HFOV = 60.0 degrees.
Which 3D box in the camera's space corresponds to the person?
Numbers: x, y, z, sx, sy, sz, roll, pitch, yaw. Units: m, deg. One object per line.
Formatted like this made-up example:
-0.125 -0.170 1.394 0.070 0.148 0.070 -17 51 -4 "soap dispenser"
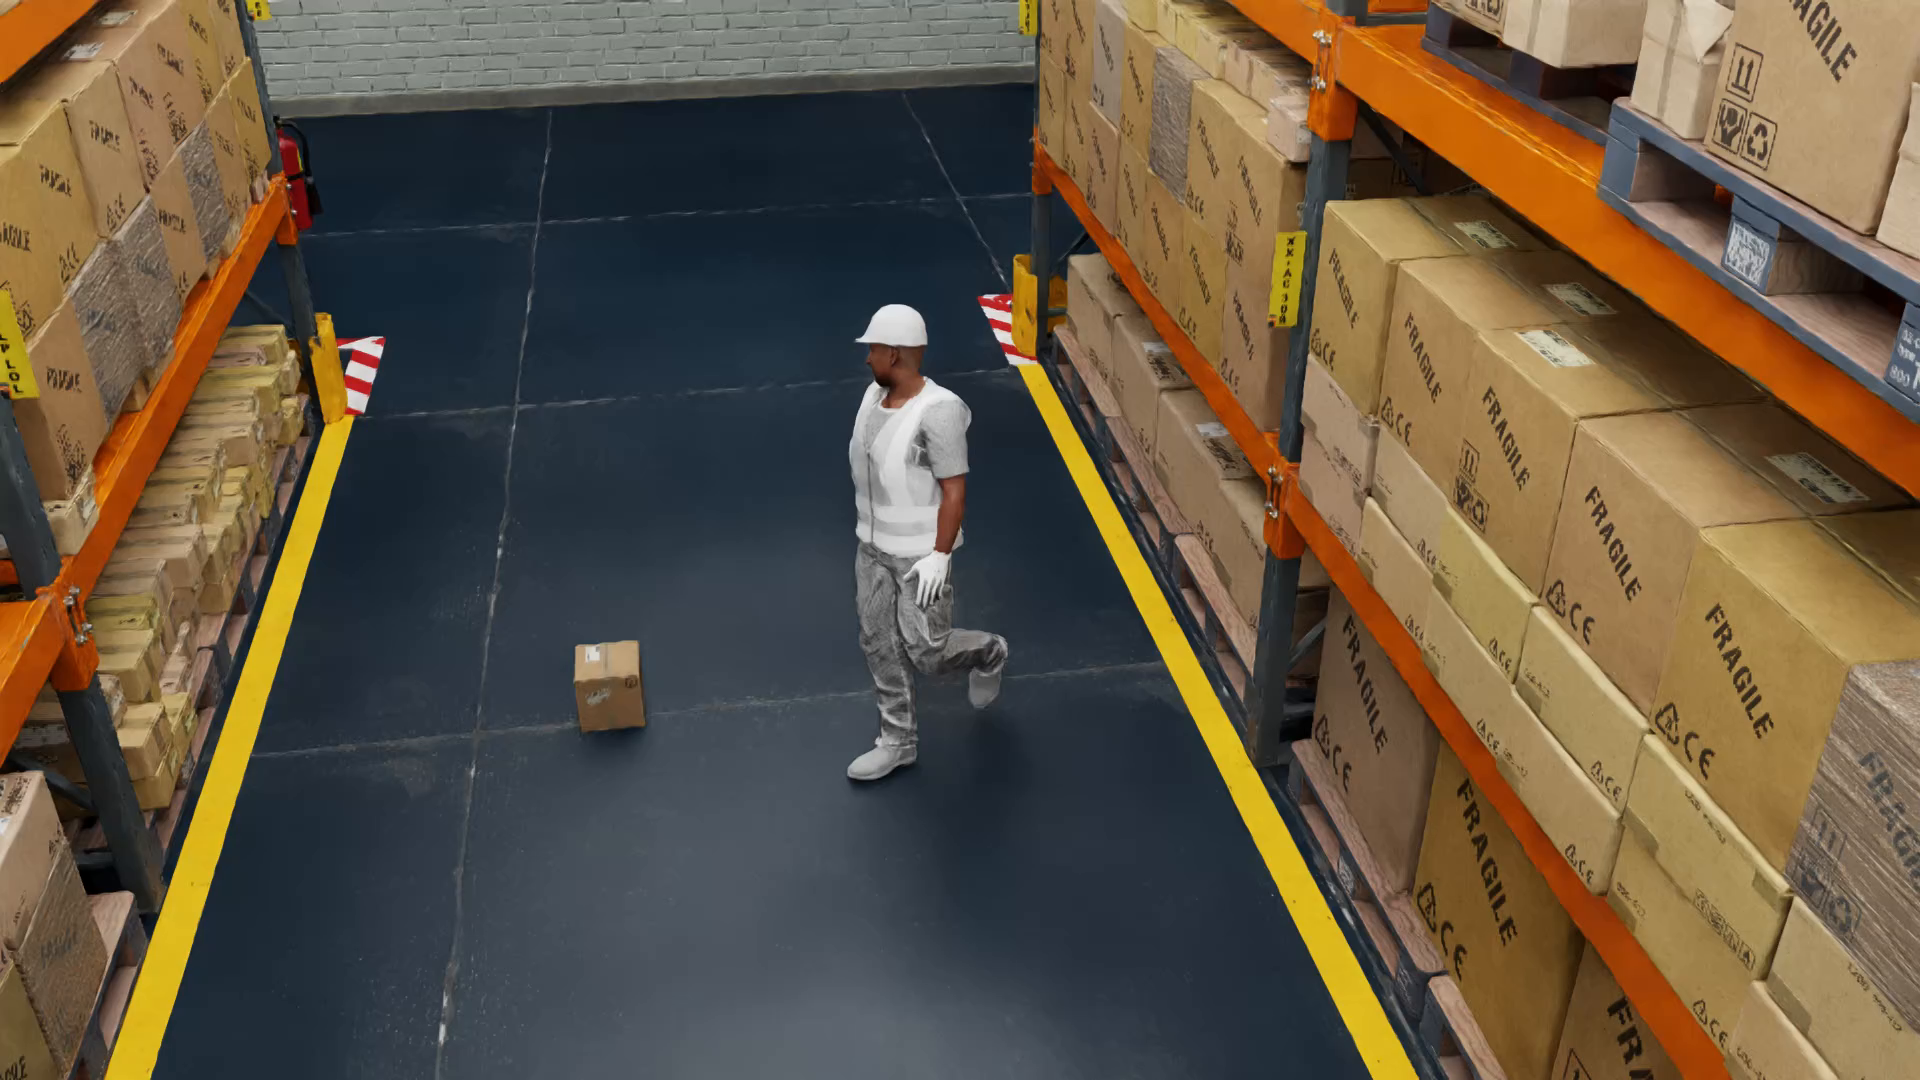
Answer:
-0.191 0.005 6.153 0.775 1.731 0.618 -22 37 -32 "person"
